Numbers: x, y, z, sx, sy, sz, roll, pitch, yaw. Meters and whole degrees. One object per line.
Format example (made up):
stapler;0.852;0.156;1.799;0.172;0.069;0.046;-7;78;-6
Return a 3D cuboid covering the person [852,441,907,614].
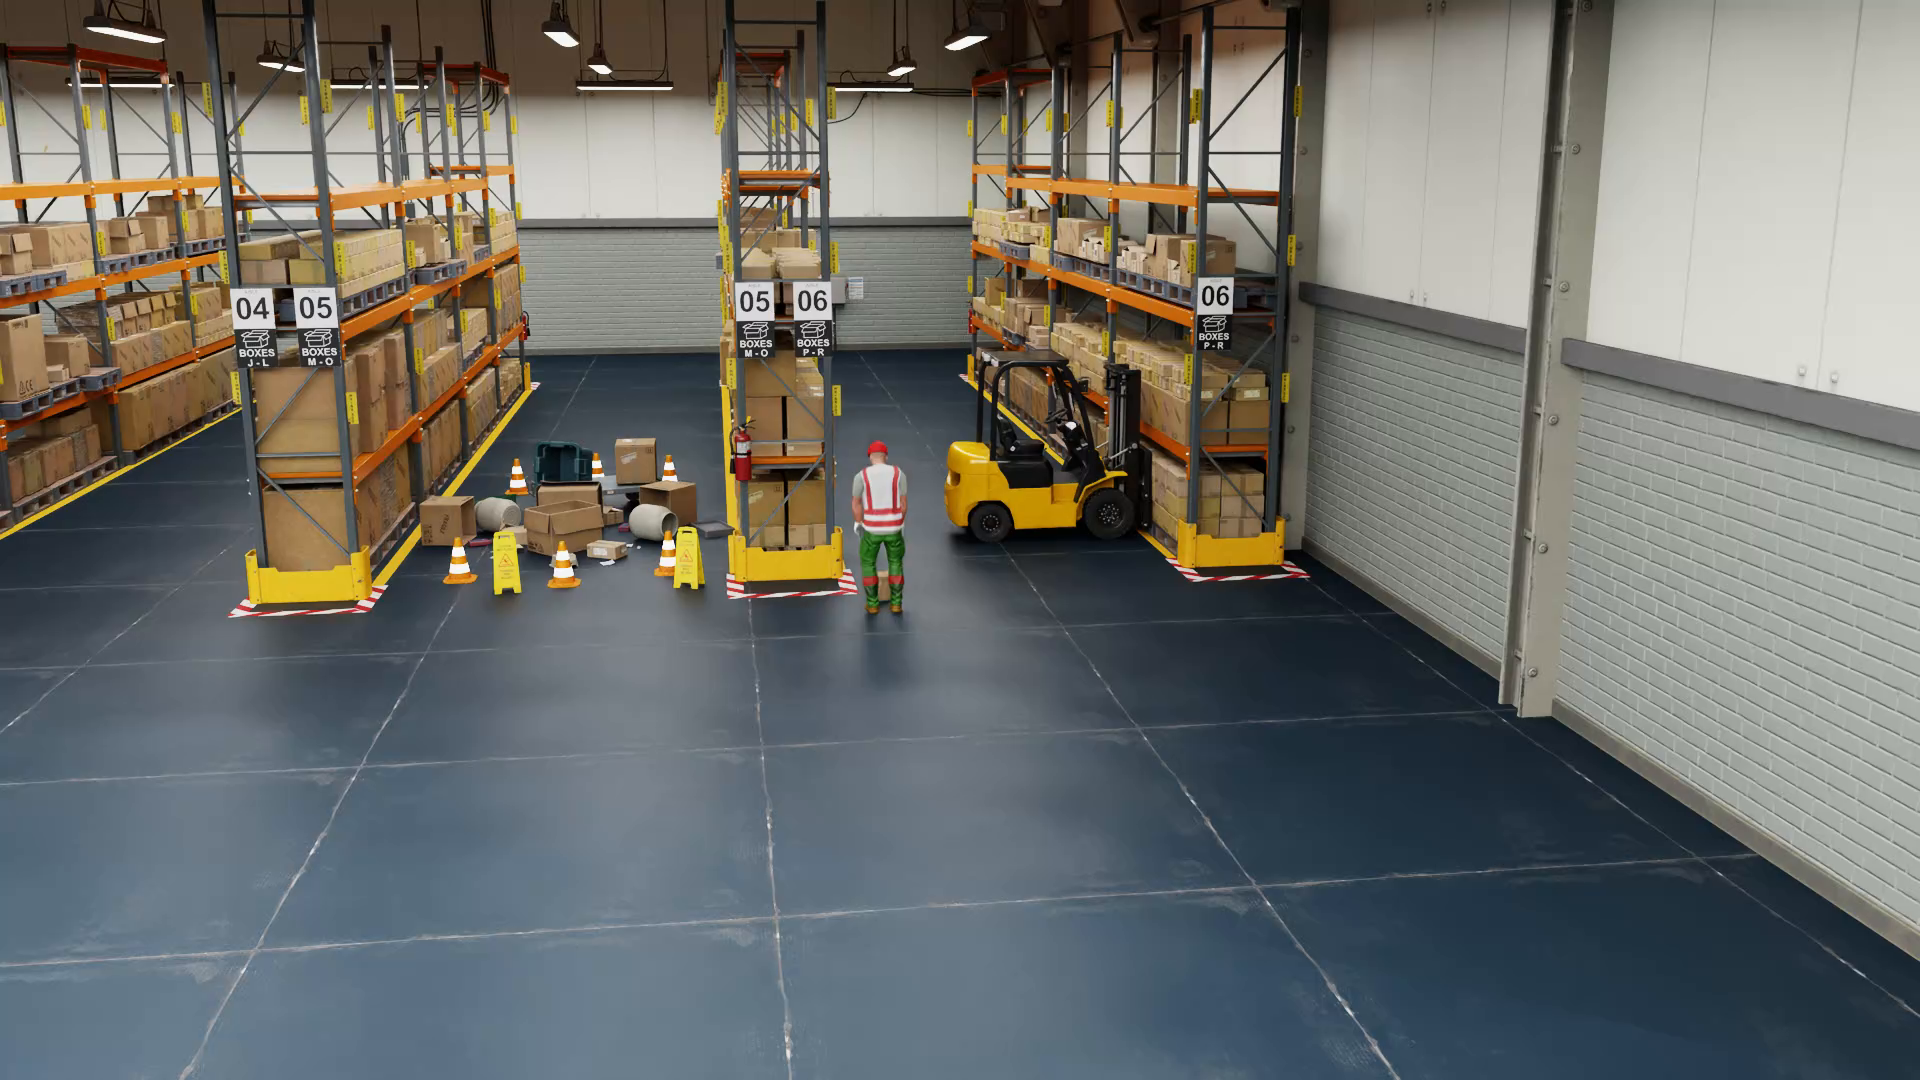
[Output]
person;-0.805;-0.128;16.661;0.551;1.713;0.496;-2;13;-7
